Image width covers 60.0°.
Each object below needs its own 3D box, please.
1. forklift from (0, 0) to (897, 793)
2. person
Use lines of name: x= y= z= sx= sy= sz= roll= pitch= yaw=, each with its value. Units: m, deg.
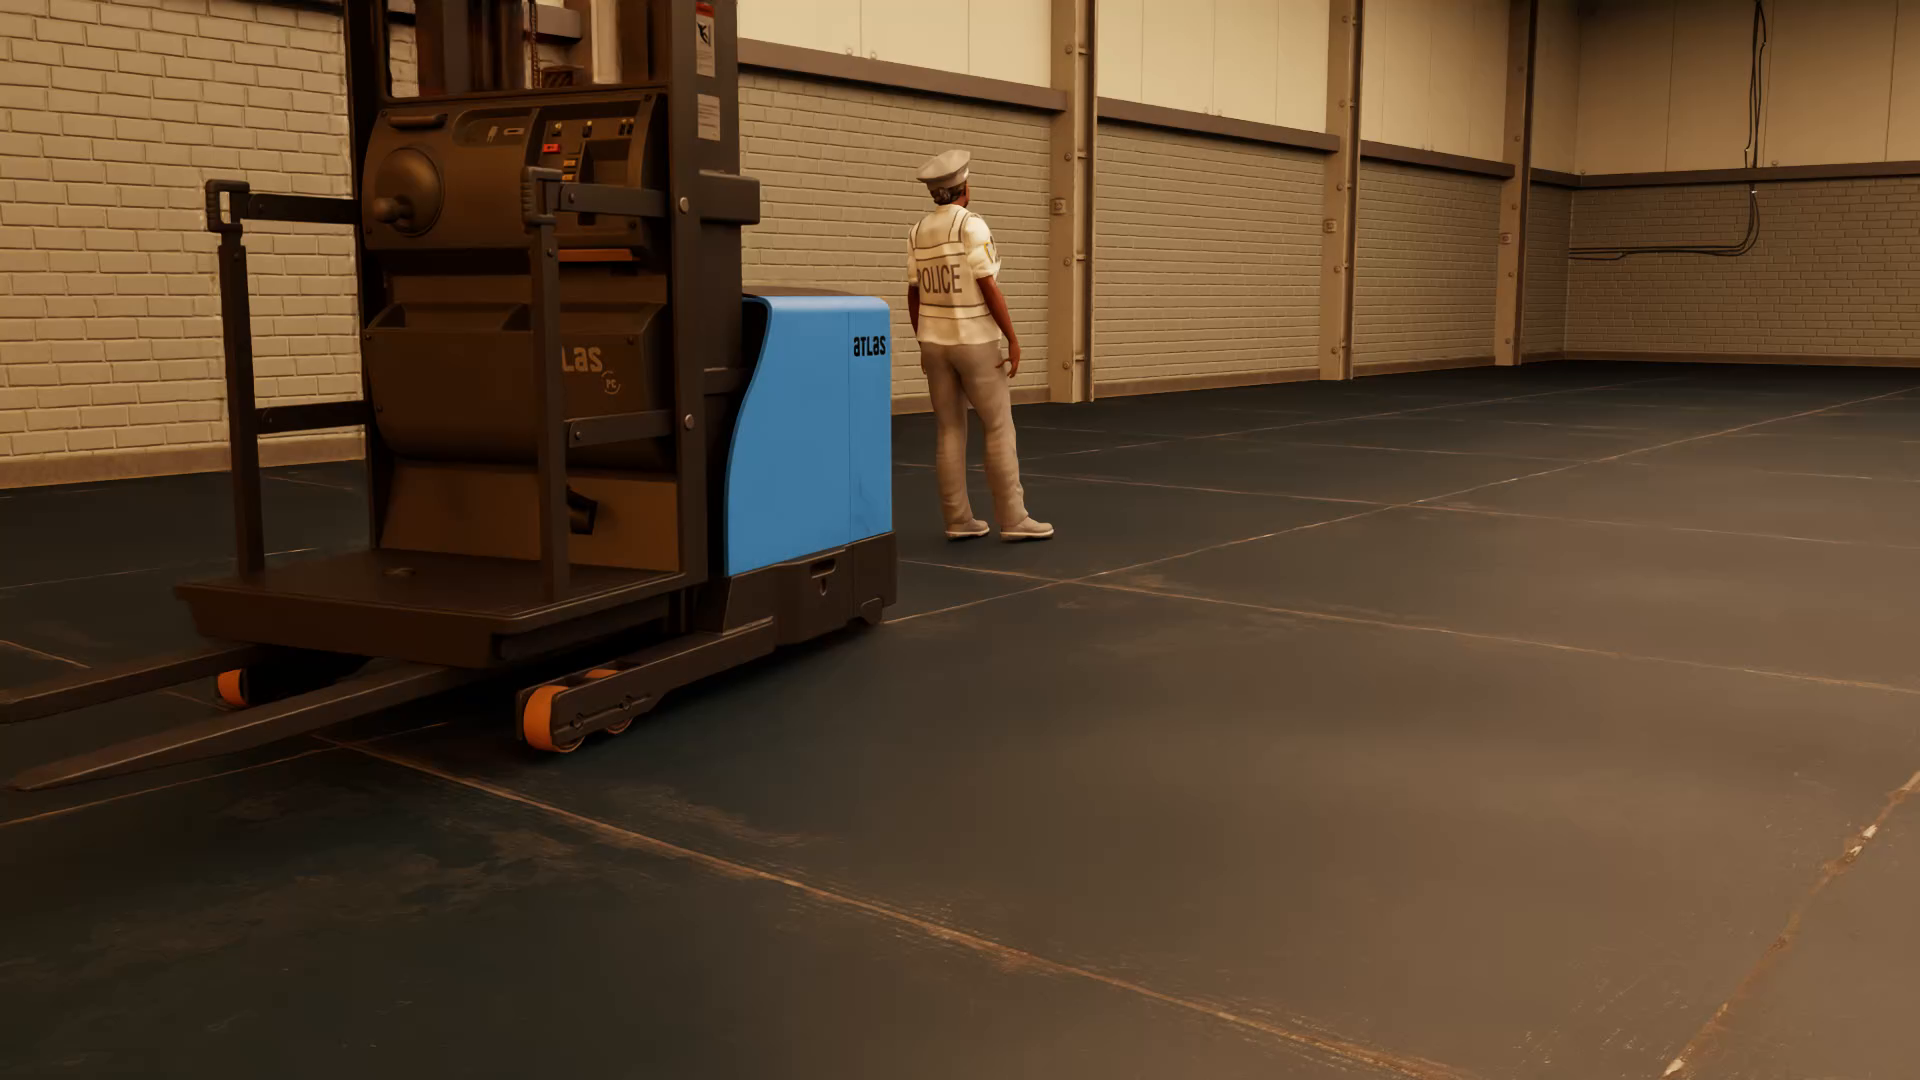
forklift: x=-1.290 y=-1.014 z=4.213 sx=1.130 sy=2.935 sz=3.031 roll=4 pitch=9 yaw=25
person: x=0.062 y=-0.853 z=7.327 sx=0.570 sy=1.697 sz=0.528 roll=7 pitch=11 yaw=38
